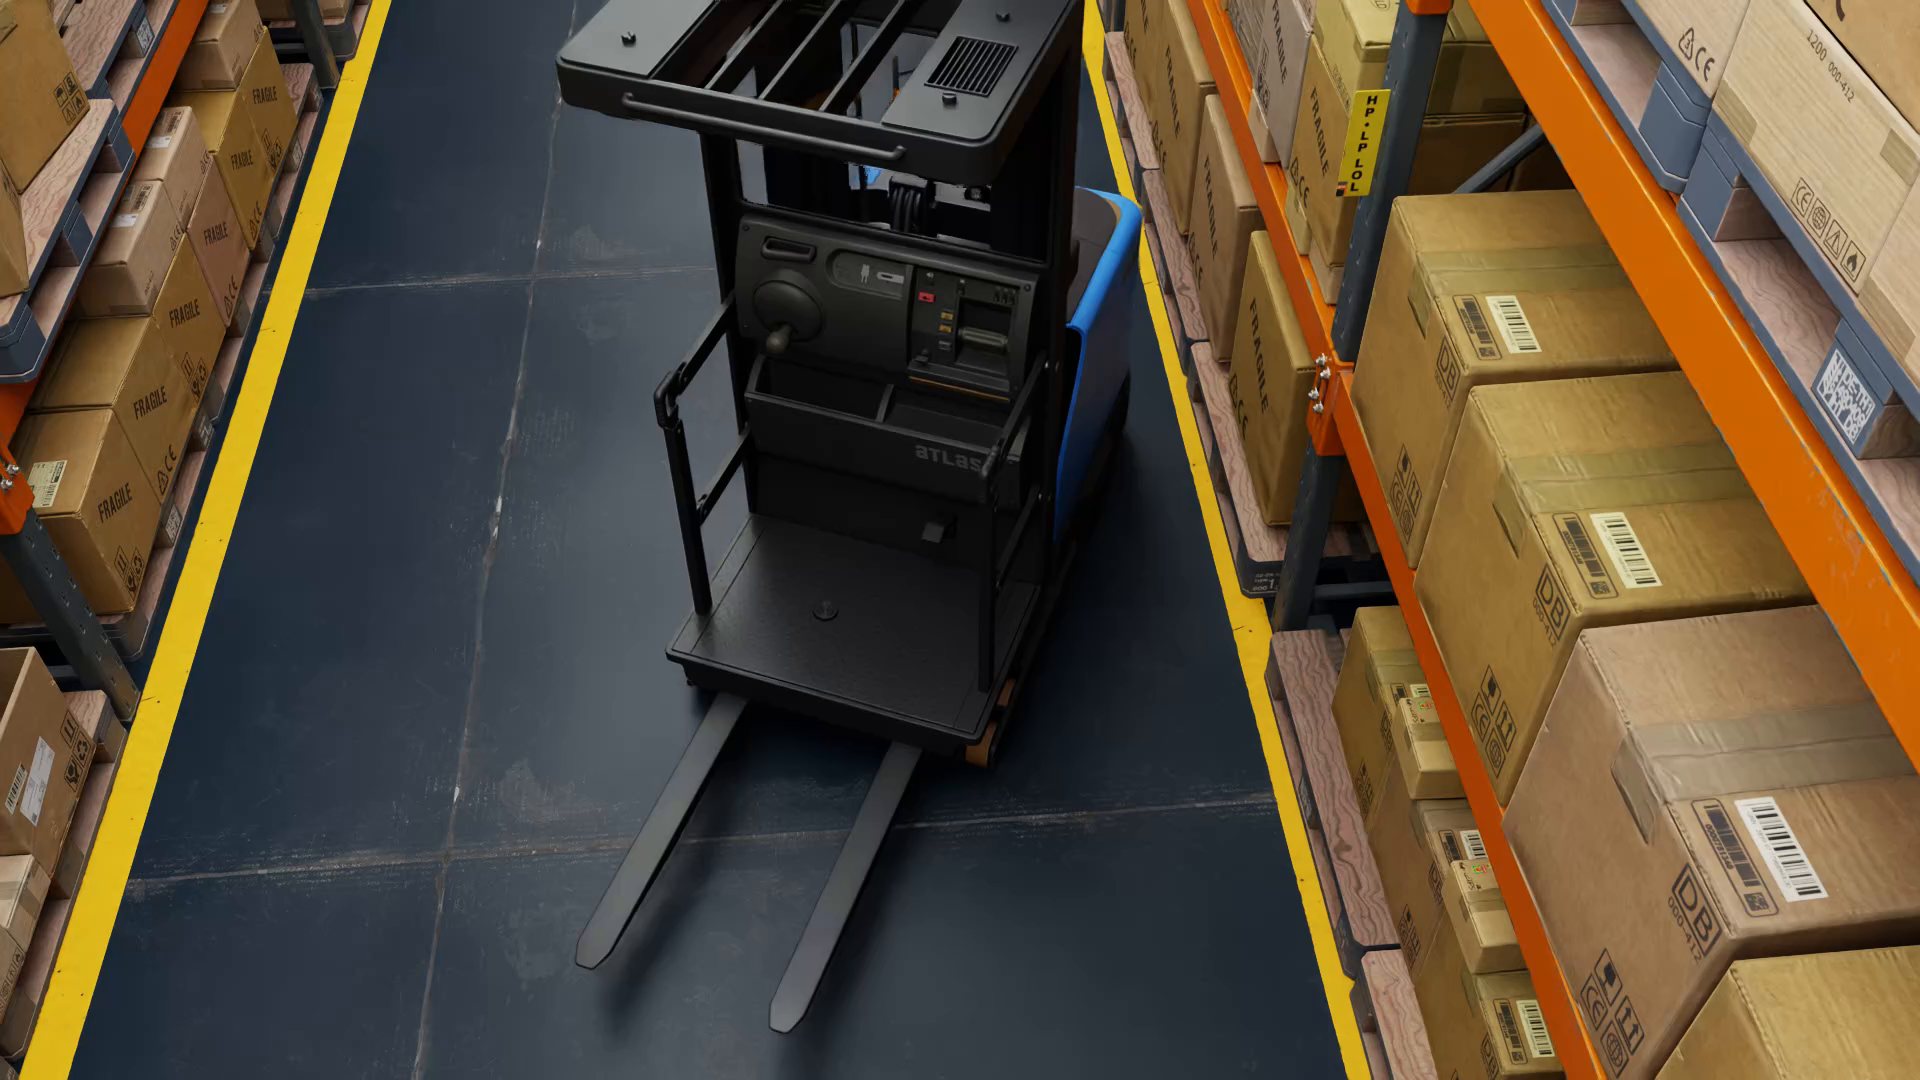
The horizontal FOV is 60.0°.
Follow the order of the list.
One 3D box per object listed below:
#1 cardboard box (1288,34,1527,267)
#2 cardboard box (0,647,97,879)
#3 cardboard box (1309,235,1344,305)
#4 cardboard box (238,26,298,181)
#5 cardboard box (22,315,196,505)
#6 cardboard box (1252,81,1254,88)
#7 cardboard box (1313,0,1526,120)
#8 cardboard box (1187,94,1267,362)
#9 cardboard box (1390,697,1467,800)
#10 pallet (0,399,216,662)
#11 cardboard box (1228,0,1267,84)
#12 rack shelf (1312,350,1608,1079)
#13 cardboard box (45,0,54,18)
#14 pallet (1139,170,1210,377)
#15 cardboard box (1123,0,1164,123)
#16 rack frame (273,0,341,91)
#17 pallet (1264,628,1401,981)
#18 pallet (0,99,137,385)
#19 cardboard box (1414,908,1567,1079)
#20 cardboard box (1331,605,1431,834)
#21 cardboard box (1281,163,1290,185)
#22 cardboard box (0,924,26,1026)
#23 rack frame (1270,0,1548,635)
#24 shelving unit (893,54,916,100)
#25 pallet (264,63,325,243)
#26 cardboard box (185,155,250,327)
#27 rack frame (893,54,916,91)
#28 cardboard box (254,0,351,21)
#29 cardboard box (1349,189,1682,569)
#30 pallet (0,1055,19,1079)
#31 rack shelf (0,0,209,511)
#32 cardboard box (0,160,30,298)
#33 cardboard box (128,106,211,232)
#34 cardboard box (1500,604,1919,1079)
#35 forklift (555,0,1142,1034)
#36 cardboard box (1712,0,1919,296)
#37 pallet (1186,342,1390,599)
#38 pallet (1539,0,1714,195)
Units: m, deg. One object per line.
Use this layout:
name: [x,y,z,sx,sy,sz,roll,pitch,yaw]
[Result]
cardboard box: [1.328,-1.188,5.022,0.500,0.500,0.500,-4,47,-4]
cardboard box: [-2.988,0.681,4.957,0.500,0.500,0.500,-3,47,-3]
cardboard box: [1.307,-0.874,5.171,0.380,0.149,0.250,-3,47,-3]
cardboard box: [-3.341,-1.945,7.445,0.500,0.500,0.500,-2,47,-2]
cardboard box: [-3.172,-0.464,6.042,0.500,0.500,0.500,-3,47,-3]
cardboard box: [1.251,-1.613,5.871,0.380,0.149,0.250,-3,47,-3]
cardboard box: [1.324,-1.449,4.753,0.500,0.250,0.500,-2,47,-2]
cardboard box: [1.356,-1.236,6.546,0.750,0.750,0.750,-2,47,-2]
cardboard box: [1.425,0.573,4.627,0.380,0.149,0.250,-2,47,-2]
pallet: [-3.424,-0.049,6.151,1.003,0.211,1.213,-3,47,-3]
cardboard box: [1.242,-1.920,5.715,0.500,0.500,0.500,-3,47,-3]
rack shelf: [1.785,0.969,3.762,1.077,0.370,4.000,-3,47,-3]
cardboard box: [-3.528,-1.875,5.602,0.700,0.500,0.500,-14,48,-13]
pallet: [1.373,-1.205,7.246,1.003,0.211,1.213,-3,47,-3]
cardboard box: [1.214,-2.485,7.729,0.750,0.750,0.750,-4,47,-4]
rack frame: [-3.653,-3.316,7.325,1.000,3.000,0.127,-3,47,-3]
pallet: [1.603,0.788,5.358,1.003,0.211,1.213,-3,47,-3]
pallet: [-3.276,-0.941,5.207,1.003,0.211,1.213,-3,47,-3]
cardboard box: [1.658,1.272,4.412,0.700,0.500,0.500,-3,47,-2]
cardboard box: [1.578,0.537,5.108,0.700,0.500,0.500,-3,47,-3]
cardboard box: [1.286,-1.245,5.522,0.380,0.149,0.250,-2,47,-2]
cardboard box: [-2.925,1.289,4.512,0.500,0.311,0.500,-3,47,-3]
rack frame: [1.618,-0.726,4.871,1.000,3.000,0.127,-3,47,-3]
shelving unit: [-0.036,-1.316,6.670,0.258,1.200,0.503,-20,50,-18]
pallet: [-3.628,-1.815,7.823,1.003,0.211,1.213,-3,47,-3]
cardboard box: [-3.248,-1.192,6.731,0.500,0.500,0.500,-5,47,-5]
rack frame: [-0.147,-1.474,6.819,0.240,1.200,0.015,-20,50,-18]
cardboard box: [-3.404,-2.912,8.546,0.500,0.250,0.500,-4,47,-3]
cardboard box: [1.647,-0.435,4.390,0.980,0.700,0.700,-3,47,-3]
pallet: [-3.156,1.919,4.288,1.003,0.211,1.213,-3,47,-3]
rack shelf: [-3.486,-1.622,6.215,1.077,0.370,4.000,-3,47,-3]
cardboard box: [-3.135,-0.957,4.732,0.700,0.500,0.500,-18,49,-16]
cardboard box: [-3.242,-1.423,6.434,0.500,0.250,0.500,-4,47,-4]
cardboard box: [1.773,0.619,3.391,0.980,0.700,0.700,-6,47,-5]
forklift: [-0.298,-0.594,4.793,1.130,2.935,3.031,14,48,13]
cardboard box: [1.492,-0.628,2.458,0.500,0.250,0.500,-5,47,-4]
pallet: [1.478,-0.321,6.408,1.003,0.211,1.213,-3,47,-3]
pallet: [1.676,-1.134,3.253,1.003,0.211,1.213,-3,47,-3]
